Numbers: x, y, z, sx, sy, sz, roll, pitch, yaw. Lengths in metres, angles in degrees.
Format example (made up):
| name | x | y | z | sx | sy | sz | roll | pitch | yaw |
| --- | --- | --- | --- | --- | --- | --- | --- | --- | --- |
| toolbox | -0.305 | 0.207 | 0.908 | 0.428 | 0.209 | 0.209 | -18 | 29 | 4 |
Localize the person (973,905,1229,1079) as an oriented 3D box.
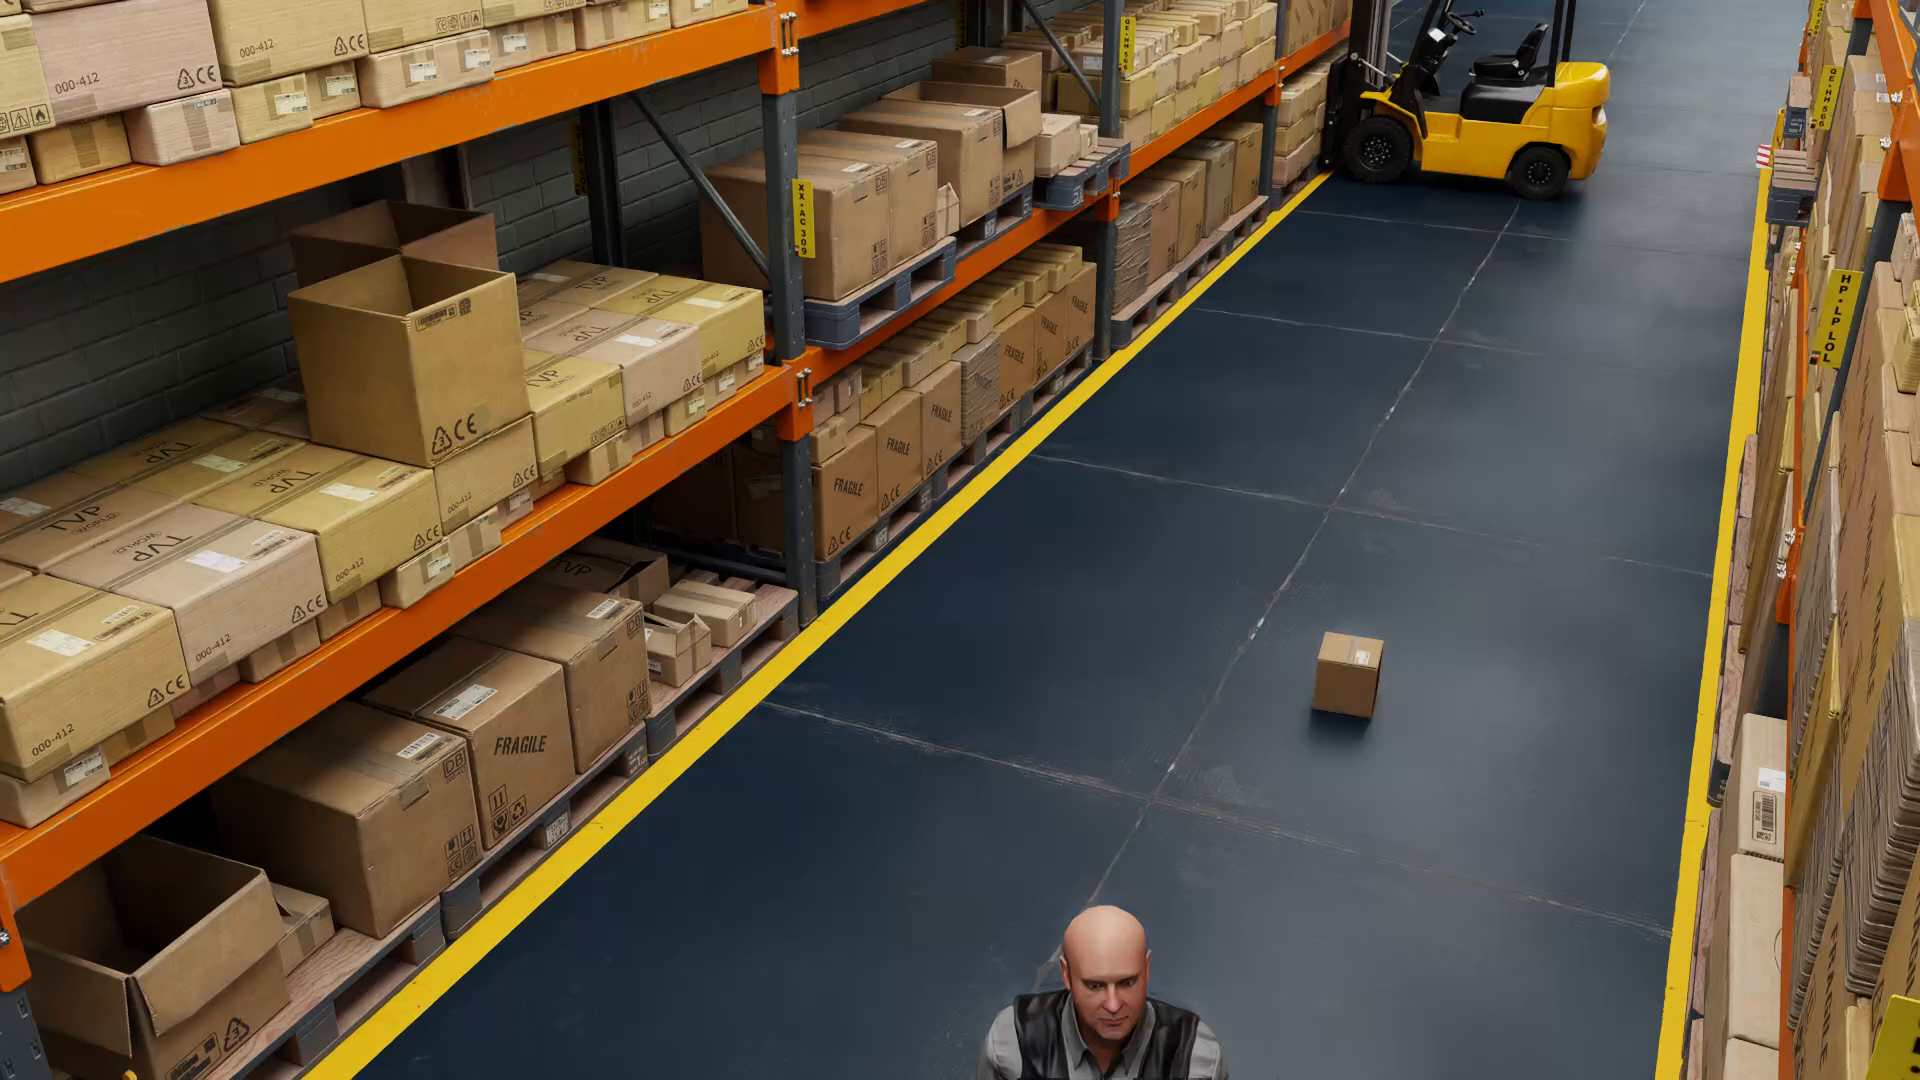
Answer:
| name | x | y | z | sx | sy | sz | roll | pitch | yaw |
| --- | --- | --- | --- | --- | --- | --- | --- | --- | --- |
| person | 0.258 | 1.535 | 3.465 | 0.544 | 1.664 | 0.996 | 5 | 26 | 9 |
